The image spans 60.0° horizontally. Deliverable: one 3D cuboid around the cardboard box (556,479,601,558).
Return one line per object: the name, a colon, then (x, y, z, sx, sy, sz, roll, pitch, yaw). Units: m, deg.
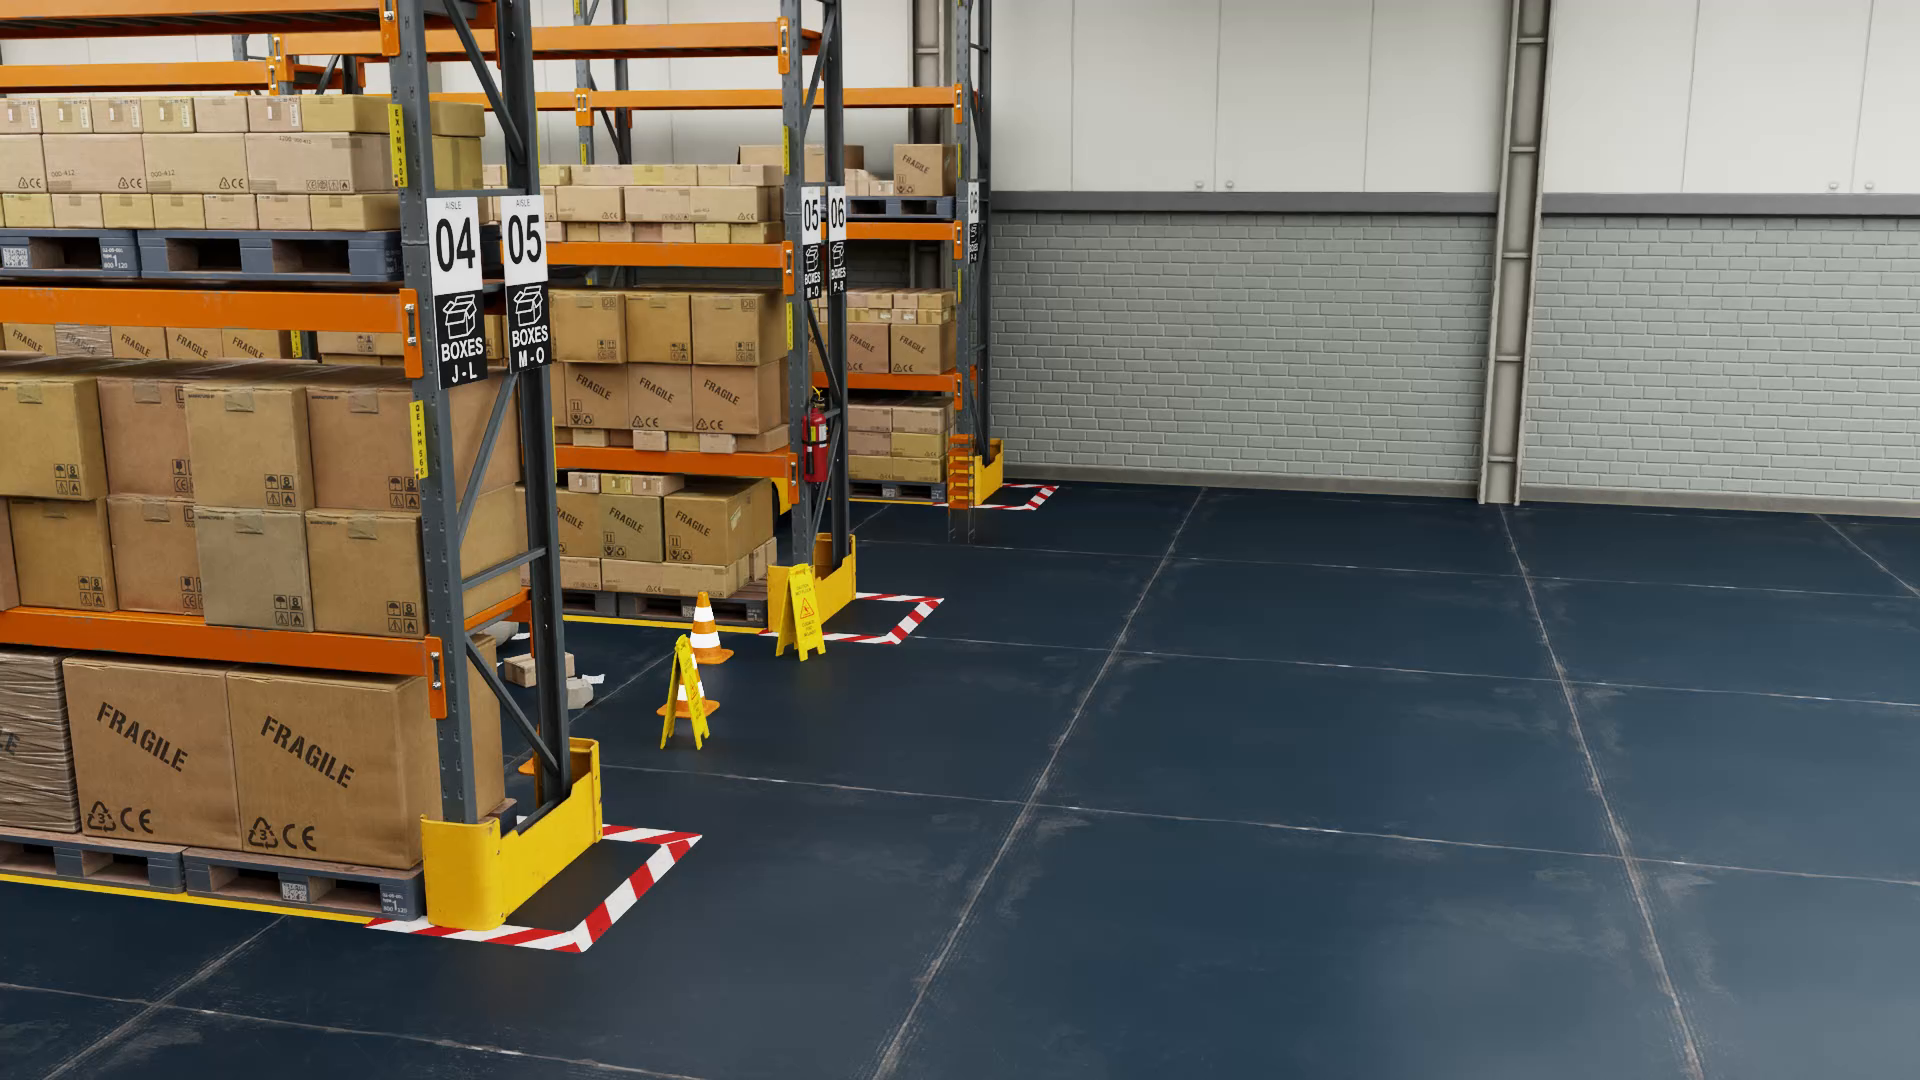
cardboard box: (-2.880, -0.168, 12.731, 0.500, 0.500, 0.500, 3, 13, 12)

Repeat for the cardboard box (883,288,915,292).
cardboard box: (-0.639, -2.547, 17.391, 0.250, 0.149, 0.380, 3, 13, 15)

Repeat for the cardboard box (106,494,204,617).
cardboard box: (-3.556, -0.015, 8.046, 0.550, 0.550, 0.875, 3, 13, 14)

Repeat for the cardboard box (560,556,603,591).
cardboard box: (-2.904, 0.199, 12.808, 0.500, 0.250, 0.500, 3, 13, 12)

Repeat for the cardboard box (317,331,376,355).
cardboard box: (-4.552, -1.720, 12.852, 0.500, 0.500, 0.700, 3, 13, 13)

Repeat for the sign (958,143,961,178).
sign: (-0.002, -3.687, 16.158, 0.005, 0.325, 0.100, 3, 13, 14)

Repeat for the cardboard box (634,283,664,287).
cardboard box: (-3.359, -2.708, 18.116, 0.250, 0.149, 0.380, 3, 13, 14)

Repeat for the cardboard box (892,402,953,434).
cardboard box: (-0.380, -1.252, 17.038, 0.500, 0.250, 0.500, 4, 13, 15)

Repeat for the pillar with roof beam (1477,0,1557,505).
pillar with roof beam: (4.475, -3.881, 11.965, 0.400, 9.000, 9.100, 3, 13, 14)

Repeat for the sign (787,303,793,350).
sign: (-1.196, -1.503, 11.695, 0.005, 0.325, 0.100, 3, 13, 14)

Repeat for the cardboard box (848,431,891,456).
cardboard box: (-0.890, -1.037, 17.225, 0.500, 0.250, 0.500, 3, 13, 13)

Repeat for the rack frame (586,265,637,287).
rack frame: (-3.742, -2.150, 18.017, 0.127, 3.000, 1.000, 3, 13, 14)

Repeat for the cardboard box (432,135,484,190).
cardboard box: (-2.539, -1.722, 7.620, 0.500, 0.250, 0.500, 3, 13, 13)

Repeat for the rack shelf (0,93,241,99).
rack shelf: (-9.567, -4.844, 18.892, 4.000, 0.370, 1.077, 3, 13, 14)

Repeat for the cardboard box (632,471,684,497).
cardboard box: (-2.257, -0.436, 12.439, 0.250, 0.149, 0.380, 3, 13, 15)

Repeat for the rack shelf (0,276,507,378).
rack shelf: (-4.074, -1.070, 7.882, 4.000, 0.370, 1.077, 3, 13, 14)

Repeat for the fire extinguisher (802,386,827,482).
fire extinguisher: (-1.043, -0.758, 11.921, 0.183, 0.674, 0.296, 3, 13, 14)

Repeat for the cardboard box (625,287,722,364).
cardboard box: (-2.082, -1.589, 12.263, 0.500, 0.500, 0.700, 3, 13, 14)

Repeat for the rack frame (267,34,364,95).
rack frame: (-4.927, -4.035, 12.662, 0.127, 3.000, 1.000, 3, 13, 14)

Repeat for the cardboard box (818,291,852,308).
cardboard box: (-1.267, -2.461, 17.001, 0.250, 0.149, 0.380, 3, 13, 15)

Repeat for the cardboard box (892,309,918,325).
cardboard box: (-0.517, -2.274, 16.848, 0.250, 0.149, 0.380, 3, 13, 14)

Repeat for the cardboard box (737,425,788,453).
cardboard box: (-1.458, -0.751, 12.288, 0.250, 0.149, 0.380, 4, 13, 15)

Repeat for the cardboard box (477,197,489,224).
cardboard box: (-2.388, -1.533, 7.691, 0.250, 0.149, 0.380, 3, 13, 14)

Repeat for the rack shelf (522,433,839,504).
rack shelf: (-2.986, -0.651, 12.922, 4.000, 0.370, 1.077, 3, 13, 14)

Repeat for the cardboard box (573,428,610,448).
cardboard box: (-2.717, -0.802, 12.521, 0.250, 0.149, 0.380, 3, 13, 13)

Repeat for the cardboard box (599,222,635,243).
cardboard box: (-2.440, -2.257, 12.154, 0.250, 0.149, 0.380, 3, 13, 13)

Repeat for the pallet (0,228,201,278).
pallet: (-4.043, -1.373, 7.792, 1.213, 0.211, 1.003, 3, 13, 14)

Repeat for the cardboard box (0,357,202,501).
cardboard box: (-4.096, -0.547, 7.953, 0.500, 0.550, 0.875, 3, 13, 14)

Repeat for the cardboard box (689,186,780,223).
cardboard box: (-1.605, -2.405, 11.899, 0.500, 0.250, 0.500, 3, 13, 13)

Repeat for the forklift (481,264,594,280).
forklift: (-4.035, -1.579, 15.600, 3.031, 2.935, 1.130, 3, 13, 13)

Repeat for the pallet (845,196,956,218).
pallet: (-0.539, -3.406, 16.956, 1.213, 0.211, 1.003, 3, 13, 14)

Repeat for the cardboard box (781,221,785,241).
cardboard box: (-1.288, -2.326, 12.464, 0.250, 0.149, 0.380, 3, 13, 14)

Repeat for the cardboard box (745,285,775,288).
cardboard box: (-2.124, -2.635, 17.786, 0.250, 0.149, 0.380, 3, 13, 13)

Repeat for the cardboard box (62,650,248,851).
cardboard box: (-3.661, 0.913, 8.145, 0.875, 0.875, 0.875, 3, 13, 13)

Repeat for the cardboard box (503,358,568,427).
cardboard box: (-3.094, -1.147, 12.577, 0.500, 0.500, 0.500, 3, 13, 14)

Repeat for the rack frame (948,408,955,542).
rack frame: (-0.075, -0.590, 15.138, 0.006, 1.200, 0.240, 3, 13, 14)

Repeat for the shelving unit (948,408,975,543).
shelving unit: (0.014, -0.585, 15.117, 0.189, 1.200, 0.258, 3, 13, 14)

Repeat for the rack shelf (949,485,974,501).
rack shelf: (0.014, -0.424, 15.152, 0.180, 0.103, 0.258, 3, 13, 14)

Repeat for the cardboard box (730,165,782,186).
cardboard box: (-1.443, -2.585, 11.791, 0.250, 0.149, 0.380, 3, 13, 14)

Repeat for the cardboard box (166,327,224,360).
cardboard box: (-5.913, -1.507, 13.228, 0.500, 0.500, 0.500, 3, 13, 14)

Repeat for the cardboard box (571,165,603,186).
cardboard box: (-2.654, -2.673, 12.189, 0.250, 0.149, 0.380, 3, 13, 12)

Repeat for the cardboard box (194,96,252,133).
cardboard box: (-3.031, -1.810, 7.097, 0.250, 0.149, 0.380, 3, 13, 14)

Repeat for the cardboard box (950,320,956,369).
cardboard box: (-0.273, -2.076, 17.450, 0.500, 0.500, 0.500, 3, 13, 15)

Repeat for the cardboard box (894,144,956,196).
cardboard box: (-0.346, -3.682, 16.562, 0.500, 0.500, 0.500, 3, 13, 15)

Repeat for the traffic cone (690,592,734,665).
traffic cone: (-1.771, 0.589, 11.529, 0.334, 0.463, 0.336, 3, 13, 14)

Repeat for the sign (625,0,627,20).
sign: (-3.585, -5.728, 17.769, 0.005, 0.325, 0.100, 3, 13, 14)

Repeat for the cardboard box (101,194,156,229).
cardboard box: (-3.524, -1.447, 7.301, 0.250, 0.149, 0.380, 3, 13, 13)

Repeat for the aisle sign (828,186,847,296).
aisle sign: (-0.910, -2.230, 12.374, 0.004, 0.787, 0.394, 3, 13, 14)

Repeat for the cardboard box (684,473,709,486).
cardboard box: (-2.293, -0.255, 13.121, 0.500, 0.500, 0.500, 3, 13, 11)
